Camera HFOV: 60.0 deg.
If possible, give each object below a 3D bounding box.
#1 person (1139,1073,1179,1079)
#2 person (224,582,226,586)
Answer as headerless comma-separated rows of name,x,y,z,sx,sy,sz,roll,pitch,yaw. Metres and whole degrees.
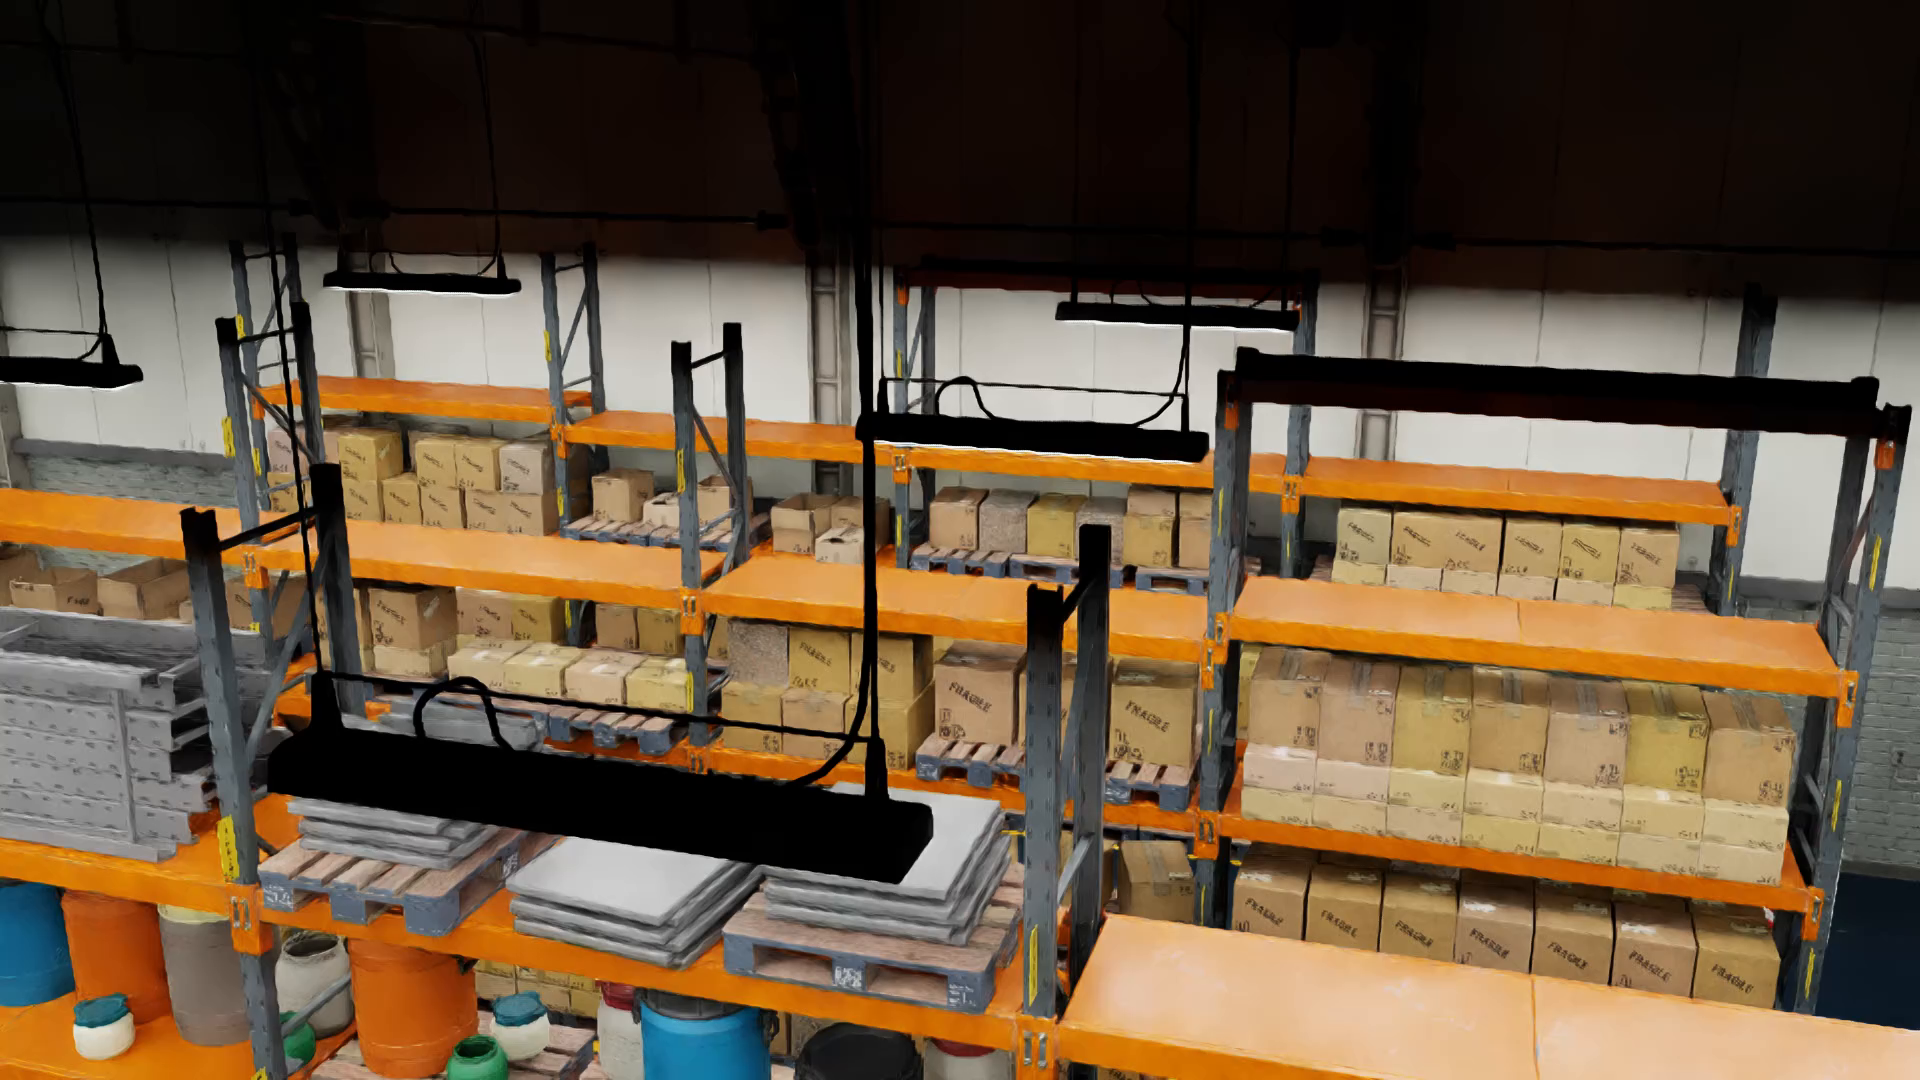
person,1.323,4.176,11.134,1.044,1.736,0.564,4,17,15
person,-9.383,1.261,21.458,0.518,1.627,0.673,-8,18,-25
